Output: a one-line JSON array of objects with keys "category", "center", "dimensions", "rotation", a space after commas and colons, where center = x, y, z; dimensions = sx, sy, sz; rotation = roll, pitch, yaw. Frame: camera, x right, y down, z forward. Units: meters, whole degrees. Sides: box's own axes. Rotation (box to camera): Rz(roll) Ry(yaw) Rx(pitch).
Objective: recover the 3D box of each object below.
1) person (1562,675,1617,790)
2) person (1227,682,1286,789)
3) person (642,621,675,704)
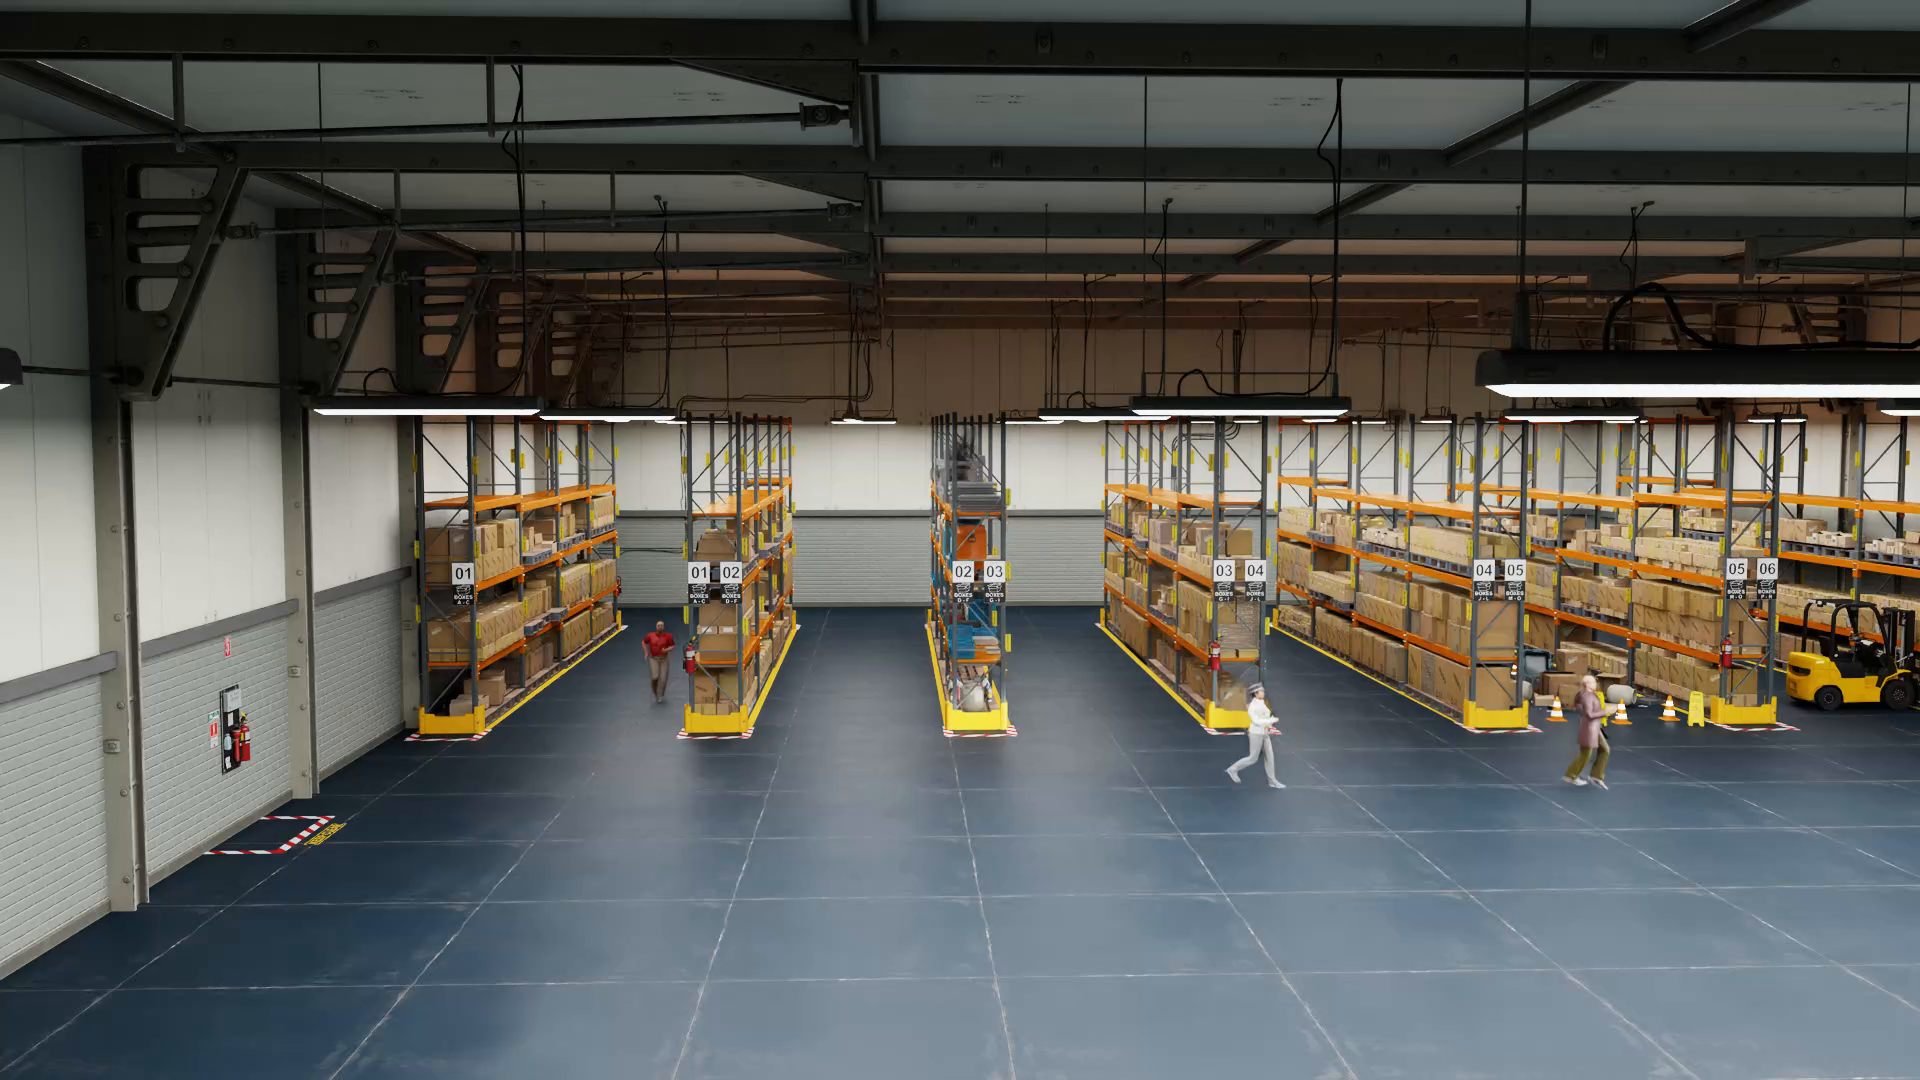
[{"category": "person", "center": [9.948, 3.053, 26.249], "dimensions": [0.793, 1.844, 0.685], "rotation": [2, 4, 29]}, {"category": "person", "center": [4.702, 3.073, 26.274], "dimensions": [0.928, 1.674, 0.615], "rotation": [2, 4, 25]}, {"category": "person", "center": [-6.209, 2.529, 34.374], "dimensions": [0.652, 1.718, 0.653], "rotation": [-1, 4, -16]}]
